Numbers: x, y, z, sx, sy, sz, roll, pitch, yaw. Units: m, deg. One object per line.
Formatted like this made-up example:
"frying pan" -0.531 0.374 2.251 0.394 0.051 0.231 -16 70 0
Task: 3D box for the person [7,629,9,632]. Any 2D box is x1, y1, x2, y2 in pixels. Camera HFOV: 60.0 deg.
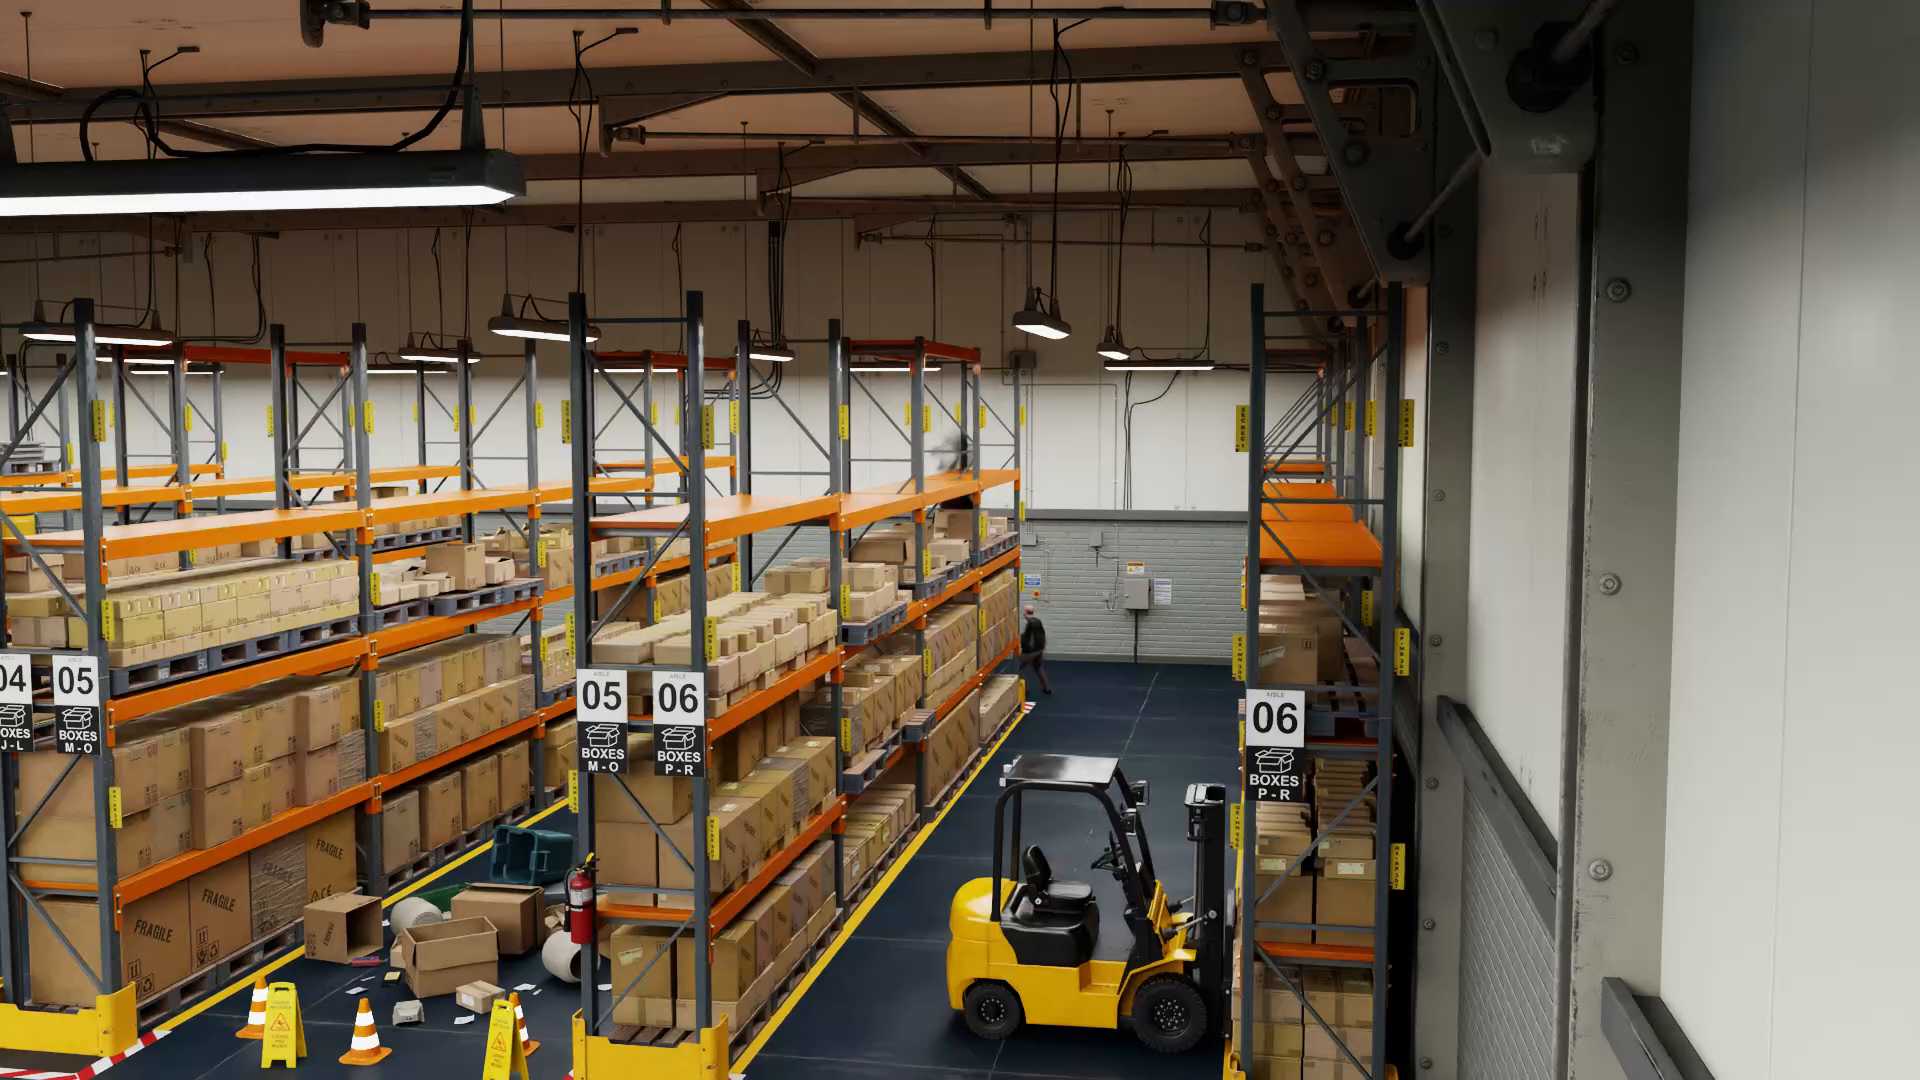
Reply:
"person" -17.302 1.840 30.475 0.685 1.735 0.597 1 5 9

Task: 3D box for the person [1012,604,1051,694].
"person" 1.247 1.974 29.562 0.570 1.678 0.923 4 6 39
